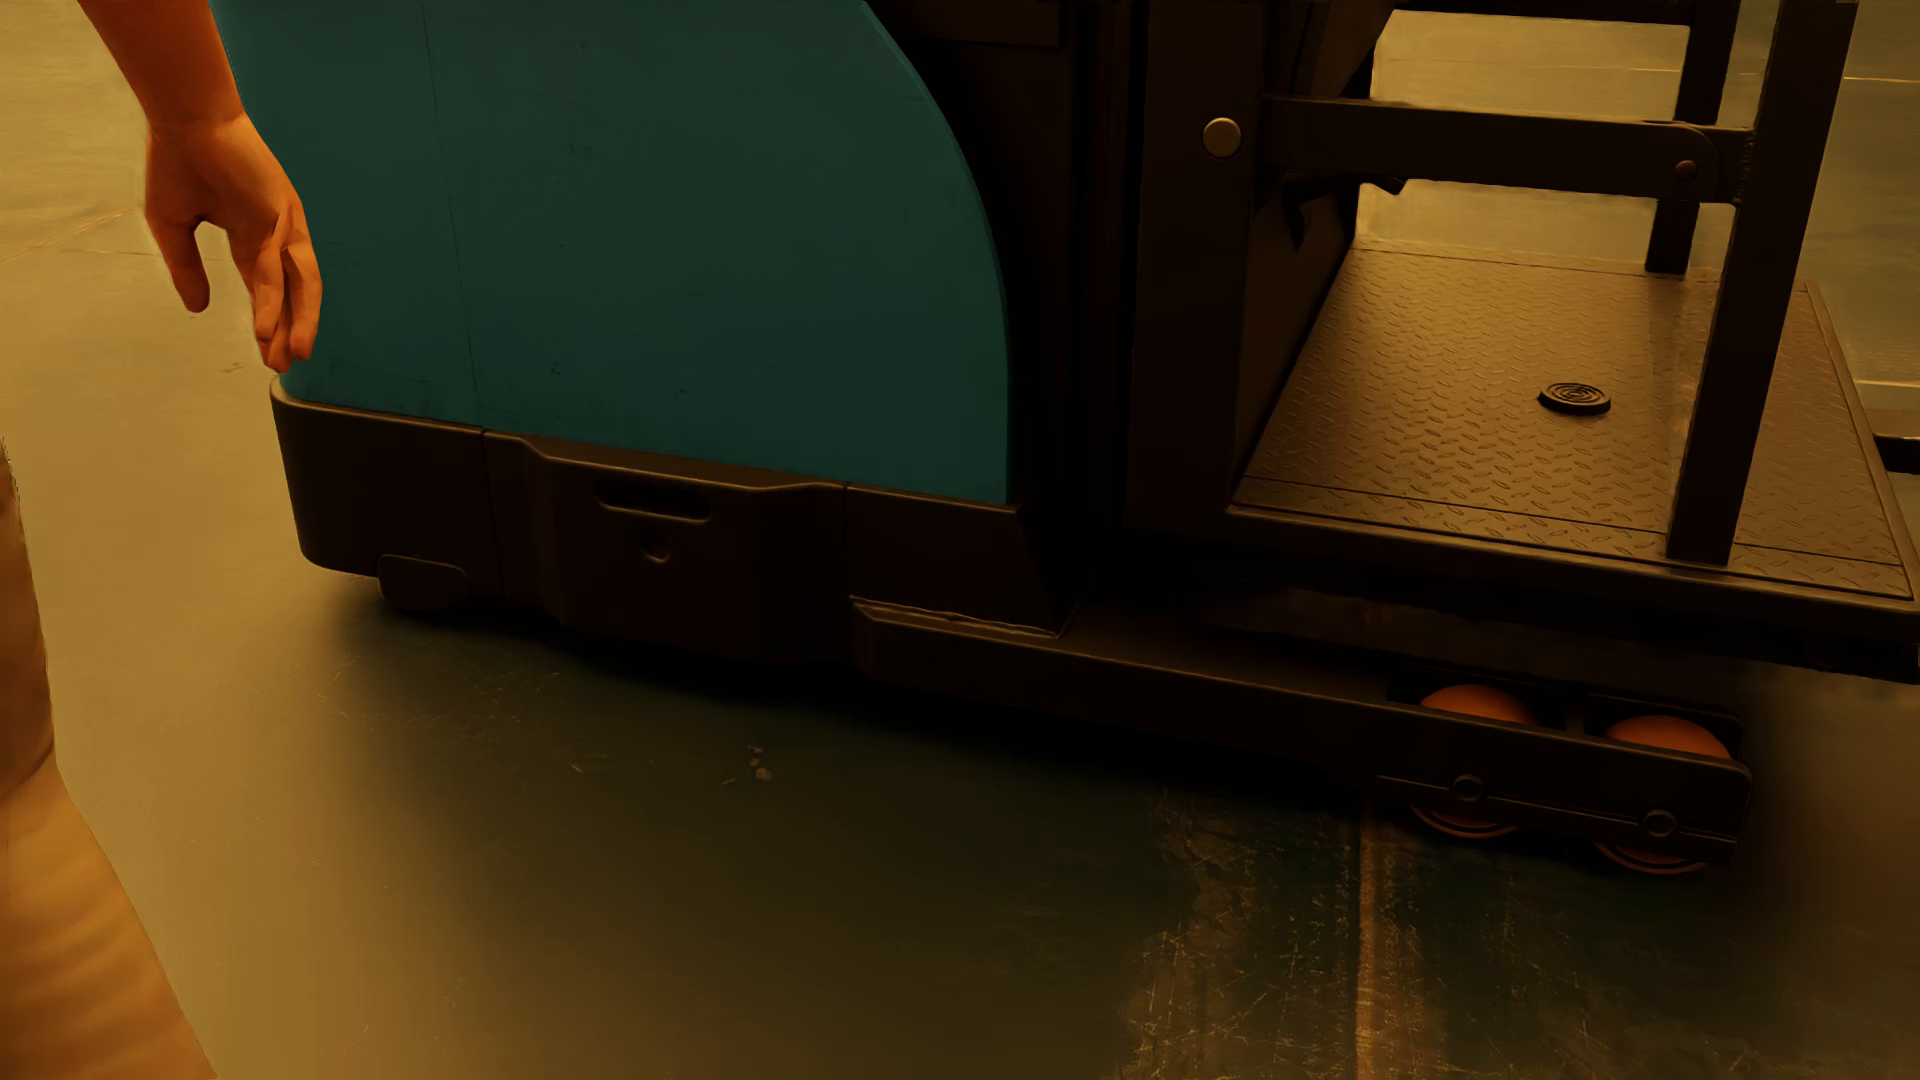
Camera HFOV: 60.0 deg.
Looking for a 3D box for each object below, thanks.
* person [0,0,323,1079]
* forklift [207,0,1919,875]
[{"bbox_3d":[-0.734,-0.078,0.811,0.420,1.703,0.878,16,31,29],"label":"person"},{"bbox_3d":[0.648,-1.220,1.664,3.031,2.935,1.130,9,28,17],"label":"forklift"}]
